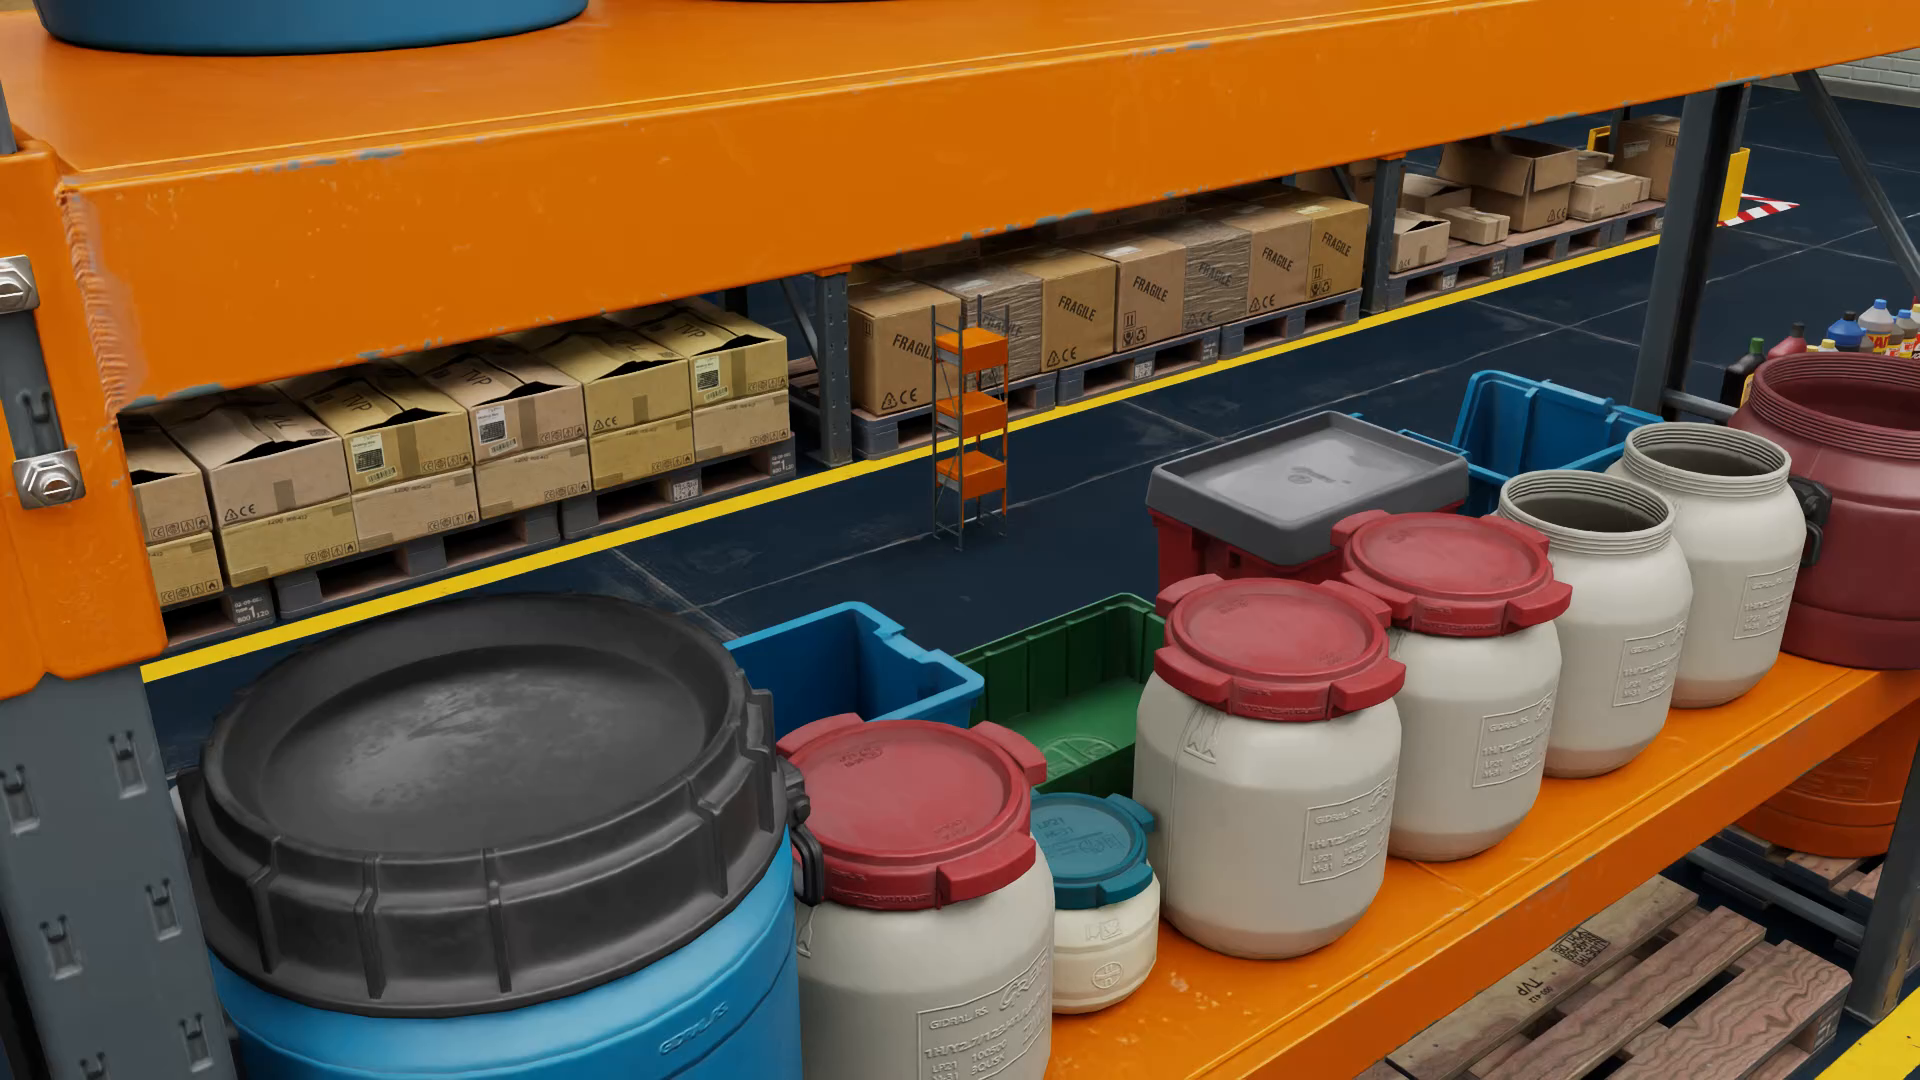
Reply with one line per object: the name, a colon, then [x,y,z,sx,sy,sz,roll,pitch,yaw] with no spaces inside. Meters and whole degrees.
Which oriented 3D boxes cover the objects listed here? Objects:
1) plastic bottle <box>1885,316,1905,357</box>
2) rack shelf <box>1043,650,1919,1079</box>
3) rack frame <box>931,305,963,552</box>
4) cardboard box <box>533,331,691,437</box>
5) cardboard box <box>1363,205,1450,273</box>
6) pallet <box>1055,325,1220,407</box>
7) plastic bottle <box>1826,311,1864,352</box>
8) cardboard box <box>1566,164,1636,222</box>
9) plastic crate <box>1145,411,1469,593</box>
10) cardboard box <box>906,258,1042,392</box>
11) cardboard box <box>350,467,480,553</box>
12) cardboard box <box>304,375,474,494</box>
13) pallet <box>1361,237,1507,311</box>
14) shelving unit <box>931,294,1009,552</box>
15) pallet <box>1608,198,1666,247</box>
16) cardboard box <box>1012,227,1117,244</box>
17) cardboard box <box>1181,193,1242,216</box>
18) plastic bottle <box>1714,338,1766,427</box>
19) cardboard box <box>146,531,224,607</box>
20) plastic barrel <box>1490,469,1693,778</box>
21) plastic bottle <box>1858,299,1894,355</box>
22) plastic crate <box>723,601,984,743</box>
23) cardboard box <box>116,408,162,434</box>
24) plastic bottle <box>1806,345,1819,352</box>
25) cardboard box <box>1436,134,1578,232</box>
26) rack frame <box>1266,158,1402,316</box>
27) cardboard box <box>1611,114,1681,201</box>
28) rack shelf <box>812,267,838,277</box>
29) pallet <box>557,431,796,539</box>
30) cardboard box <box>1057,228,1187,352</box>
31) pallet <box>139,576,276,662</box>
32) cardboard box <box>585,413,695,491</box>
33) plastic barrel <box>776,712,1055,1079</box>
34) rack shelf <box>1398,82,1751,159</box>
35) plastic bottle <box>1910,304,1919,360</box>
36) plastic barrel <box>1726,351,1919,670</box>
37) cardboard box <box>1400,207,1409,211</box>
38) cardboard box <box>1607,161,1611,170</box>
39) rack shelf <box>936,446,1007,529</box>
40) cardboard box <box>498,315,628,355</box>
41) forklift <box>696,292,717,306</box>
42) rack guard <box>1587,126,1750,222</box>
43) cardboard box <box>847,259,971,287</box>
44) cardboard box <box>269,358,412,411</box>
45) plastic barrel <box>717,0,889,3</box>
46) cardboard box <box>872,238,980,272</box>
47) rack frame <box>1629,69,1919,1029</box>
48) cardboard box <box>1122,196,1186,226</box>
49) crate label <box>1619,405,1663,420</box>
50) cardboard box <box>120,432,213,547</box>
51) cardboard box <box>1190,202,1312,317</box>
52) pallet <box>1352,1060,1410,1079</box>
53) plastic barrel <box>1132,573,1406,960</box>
plastic bottle: [2.901,-0.604,5.225,0.097,0.201,0.097,0,25,0]
rack shelf: [0.605,0.608,3.231,4.000,0.370,1.077,-18,31,-34]
rack frame: [-0.054,-0.458,6.991,0.008,1.050,0.200,-18,31,-34]
cardboard box: [-1.540,-0.722,7.345,0.500,0.311,0.500,-19,31,-35]
cardboard box: [2.737,-1.936,10.530,0.500,0.311,0.500,-18,31,-34]
pallet: [0.696,-1.111,9.394,1.213,0.211,1.003,-18,31,-34]
plastic bottle: [2.671,-0.560,5.047,0.097,0.271,0.097,0,25,0]
cardboard box: [4.379,-2.450,11.710,0.500,0.250,0.500,-18,31,-34]
plastic crate: [0.719,0.052,3.499,0.583,0.464,0.402,-18,31,-34]
cardboard box: [0.069,-1.107,8.518,0.500,0.500,0.500,-20,31,-36]
cardboard box: [-2.342,-0.206,6.898,0.500,0.250,0.500,-18,30,-33]
cardboard box: [-2.334,-0.463,6.785,0.500,0.311,0.500,-17,30,-33]
pallet: [2.814,-1.832,10.946,1.213,0.211,1.003,-18,31,-34]
shelving unit: [0.042,-0.490,7.059,0.252,1.050,0.215,-18,31,-34]
pallet: [4.734,-2.466,12.312,1.213,0.211,1.003,-18,31,-34]
cardboard box: [0.533,-1.539,9.449,0.500,0.500,0.500,-20,31,-36]
cardboard box: [1.329,-1.797,10.006,0.500,0.500,0.500,-18,30,-33]
plastic bottle: [2.234,-0.431,4.755,0.133,0.283,0.061,-18,31,-34]
cardboard box: [-3.149,0.061,6.322,0.500,0.250,0.500,-17,30,-33]
plastic barrel: [1.170,0.159,3.211,0.421,0.512,0.421,0,25,0]
plastic bottle: [2.824,-0.611,5.156,0.097,0.271,0.097,0,25,0]
plastic crate: [-0.293,0.419,2.803,0.575,0.384,0.392,-18,31,-34]
cardboard box: [-3.475,-0.376,6.597,0.500,0.311,0.500,-17,30,-33]
plastic bottle: [2.518,-0.478,4.952,0.097,0.201,0.097,0,25,0]
cardboard box: [3.748,-2.476,11.464,0.637,0.503,0.797,-18,31,-34]
rack frame: [2.273,-2.919,9.976,0.127,3.000,1.000,-18,31,-34]
cardboard box: [5.145,-2.801,12.168,0.500,0.500,0.500,-18,31,-34]
rack shelf: [-2.448,-1.034,6.769,4.000,0.370,1.077,-18,31,-34]
pallet: [-1.546,-0.414,7.891,1.213,0.211,1.003,-18,31,-34]
cardboard box: [0.874,-1.373,9.091,0.500,0.500,0.500,-19,31,-36]
pallet: [-3.466,0.220,6.525,1.213,0.211,1.003,-18,31,-34]
cardboard box: [-1.541,-0.470,7.468,0.500,0.250,0.500,-19,31,-35]
plastic barrel: [-0.080,0.564,2.310,0.433,0.535,0.433,0,25,0]
rack shelf: [3.847,-3.112,11.247,4.000,0.370,1.077,-18,31,-34]
plastic bottle: [3.054,-0.655,5.334,0.097,0.201,0.097,0,25,0]
plastic barrel: [2.001,-0.079,3.694,0.708,0.536,0.600,-18,31,-34]
cardboard box: [2.805,-2.184,11.257,0.250,0.149,0.380,-18,31,-34]
cardboard box: [4.683,-2.812,12.589,0.250,0.166,0.380,-18,31,-34]
rack shelf: [0.042,-0.228,7.180,0.240,0.259,0.215,-18,31,-34]
cardboard box: [-1.876,-0.899,7.726,0.500,0.311,0.500,-19,31,-35]
forklift: [-2.361,-2.673,9.527,1.130,2.935,3.031,-11,27,-22]
rack guard: [5.361,-2.804,12.698,0.348,0.500,1.175,-18,31,-34]
cardboard box: [-0.283,-1.266,8.861,0.500,0.500,0.500,-17,30,-32]
cardboard box: [-2.683,-0.634,7.154,0.500,0.311,0.500,-19,31,-35]
plastic barrel: [-0.188,-1.161,2.029,0.600,0.901,0.600,0,25,0]
cardboard box: [-0.242,-1.622,8.738,0.500,0.250,0.500,-17,30,-32]
rack frame: [2.179,-0.238,4.199,0.127,3.000,1.000,-18,31,-34]
cardboard box: [0.955,-2.020,9.595,0.500,0.250,0.500,-18,30,-34]
crate label: [1.616,-0.177,4.266,0.416,0.233,0.303,-18,31,-34]
cardboard box: [-3.146,-0.191,6.200,0.500,0.311,0.500,-19,31,-35]
cardboard box: [1.667,-1.636,9.658,0.500,0.500,0.500,-18,30,-34]
pallet: [0.586,1.531,3.701,1.213,0.211,1.003,-18,31,-34]
plastic barrel: [0.497,0.373,2.721,0.433,0.535,0.433,0,25,0]
